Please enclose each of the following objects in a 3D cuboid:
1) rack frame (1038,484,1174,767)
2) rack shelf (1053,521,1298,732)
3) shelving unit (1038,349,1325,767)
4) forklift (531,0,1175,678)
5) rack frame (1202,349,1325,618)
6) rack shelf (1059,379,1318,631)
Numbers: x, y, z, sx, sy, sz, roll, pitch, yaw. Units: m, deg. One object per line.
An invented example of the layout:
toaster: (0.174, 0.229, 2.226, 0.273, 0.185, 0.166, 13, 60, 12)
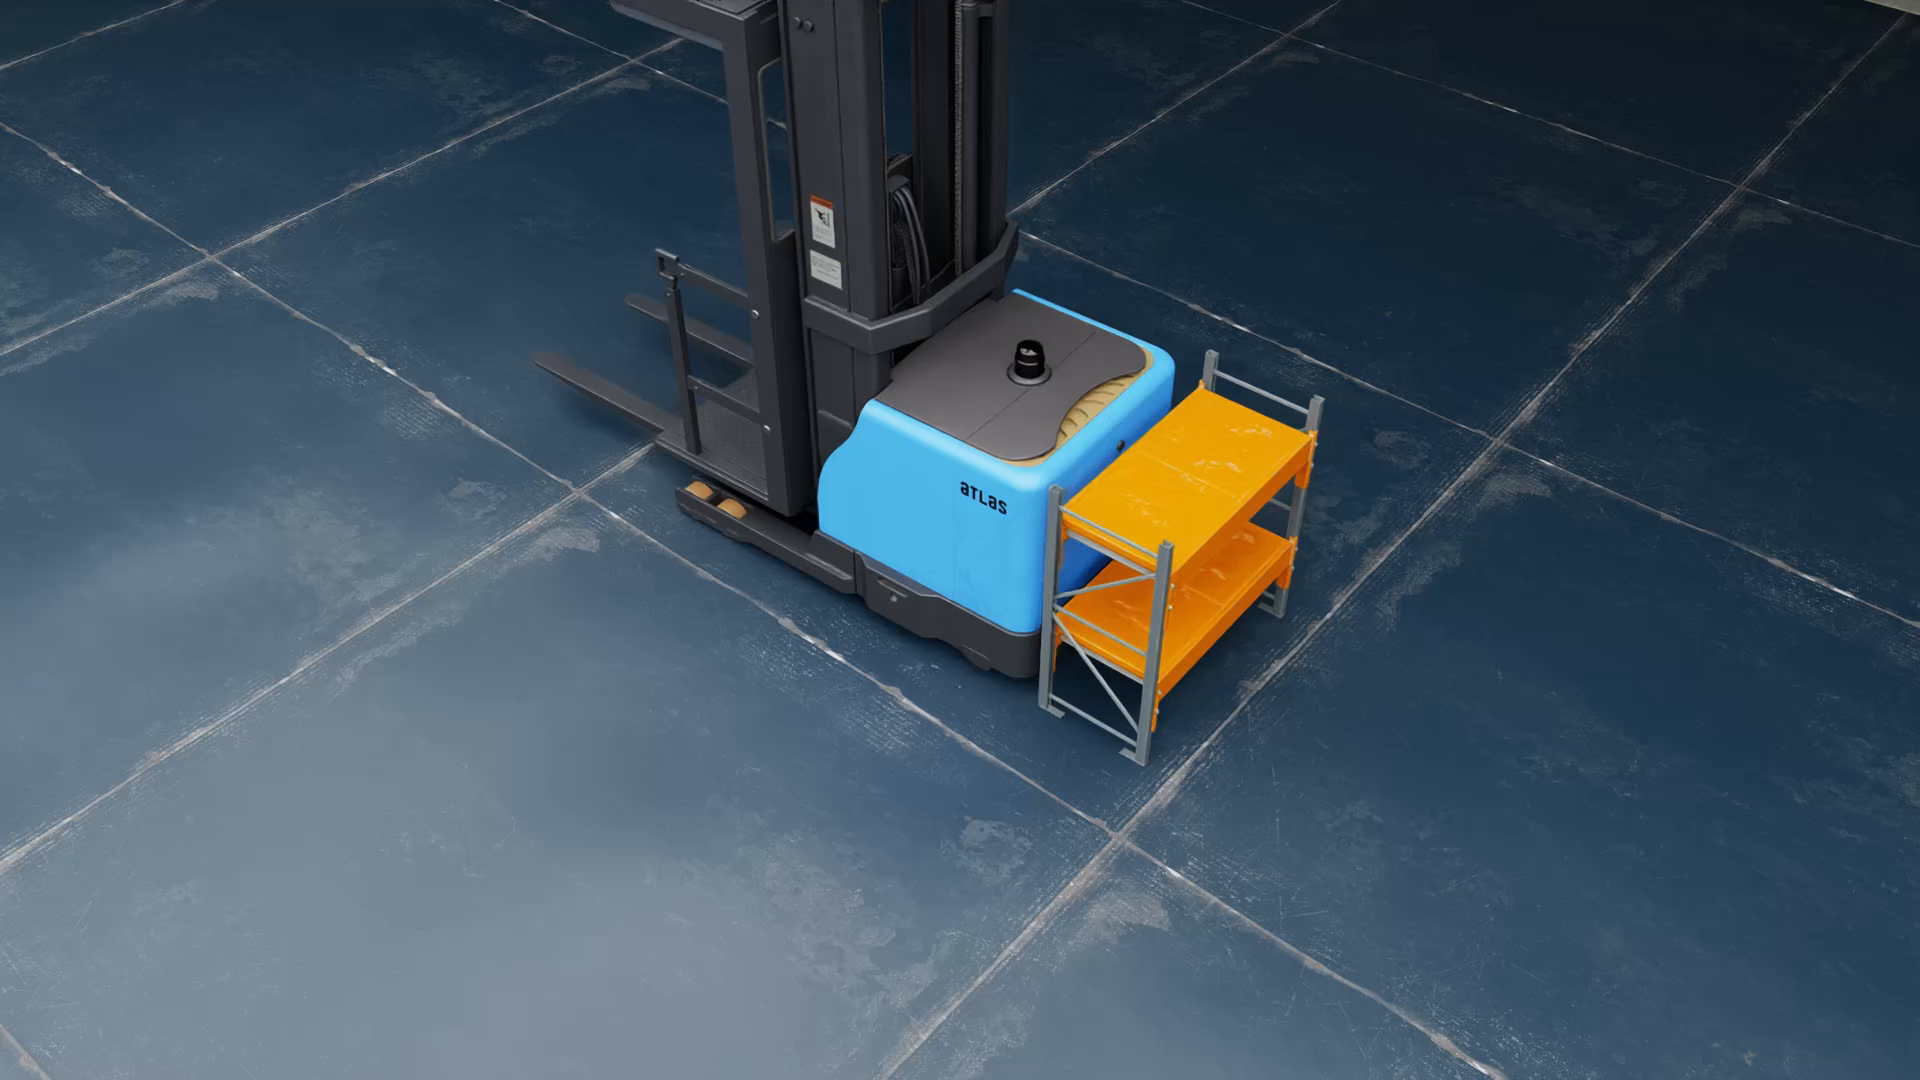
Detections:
rack frame: (0.512, 0.332, 6.047, 0.500, 1.125, 0.032, 28, 49, 27)
rack shelf: (0.827, 0.245, 6.507, 0.538, 0.278, 1.000, 28, 49, 27)
shelving unit: (0.828, 0.064, 6.342, 0.538, 1.125, 1.048, 28, 49, 27)
forklift: (-0.628, -1.353, 6.559, 3.031, 2.935, 1.130, 27, 49, 27)
rack frame: (1.144, -0.203, 6.637, 0.500, 1.125, 0.032, 28, 49, 27)
rack shelf: (0.828, -0.152, 6.145, 0.538, 0.278, 1.000, 28, 49, 27)
